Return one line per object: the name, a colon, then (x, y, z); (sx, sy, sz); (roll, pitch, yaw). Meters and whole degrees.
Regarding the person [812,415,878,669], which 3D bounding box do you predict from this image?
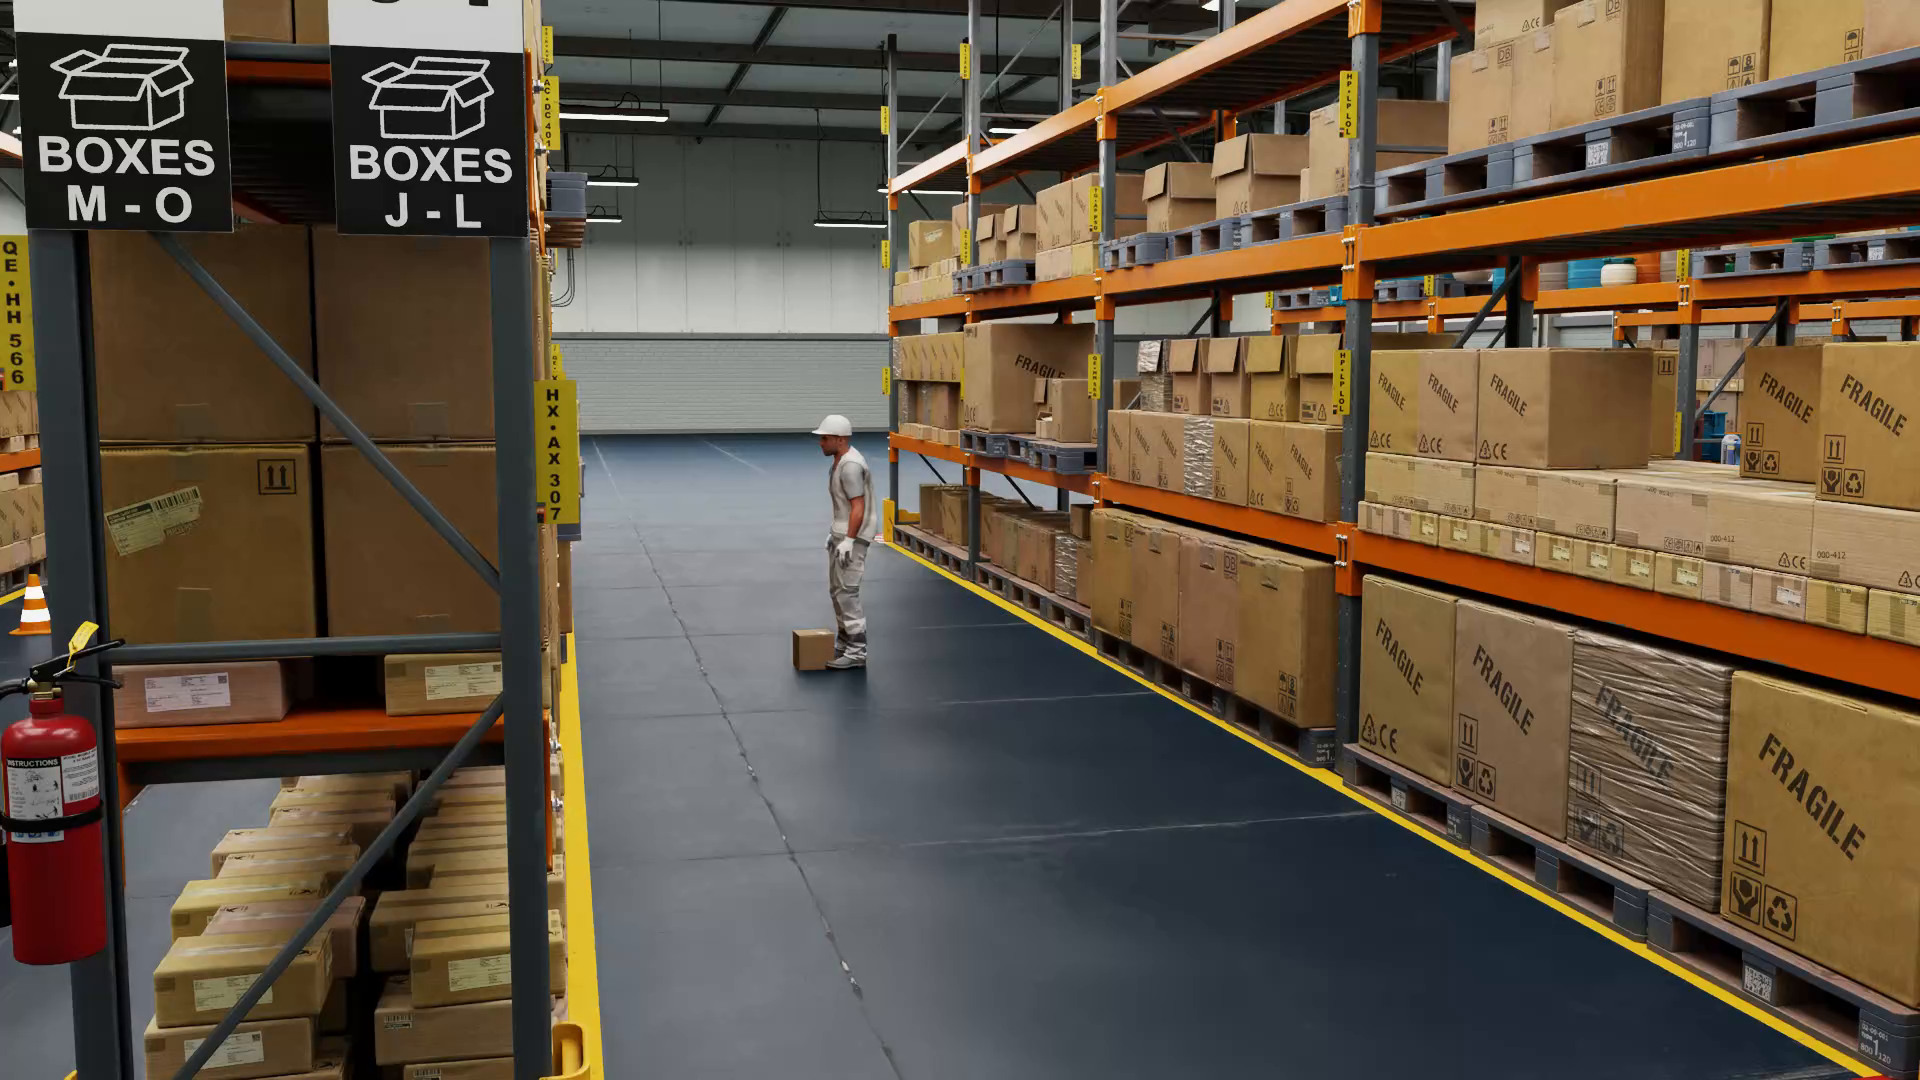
person: (-0.818, 0.008, 11.744); (0.448, 1.779, 0.609); (-1, 6, -13)
